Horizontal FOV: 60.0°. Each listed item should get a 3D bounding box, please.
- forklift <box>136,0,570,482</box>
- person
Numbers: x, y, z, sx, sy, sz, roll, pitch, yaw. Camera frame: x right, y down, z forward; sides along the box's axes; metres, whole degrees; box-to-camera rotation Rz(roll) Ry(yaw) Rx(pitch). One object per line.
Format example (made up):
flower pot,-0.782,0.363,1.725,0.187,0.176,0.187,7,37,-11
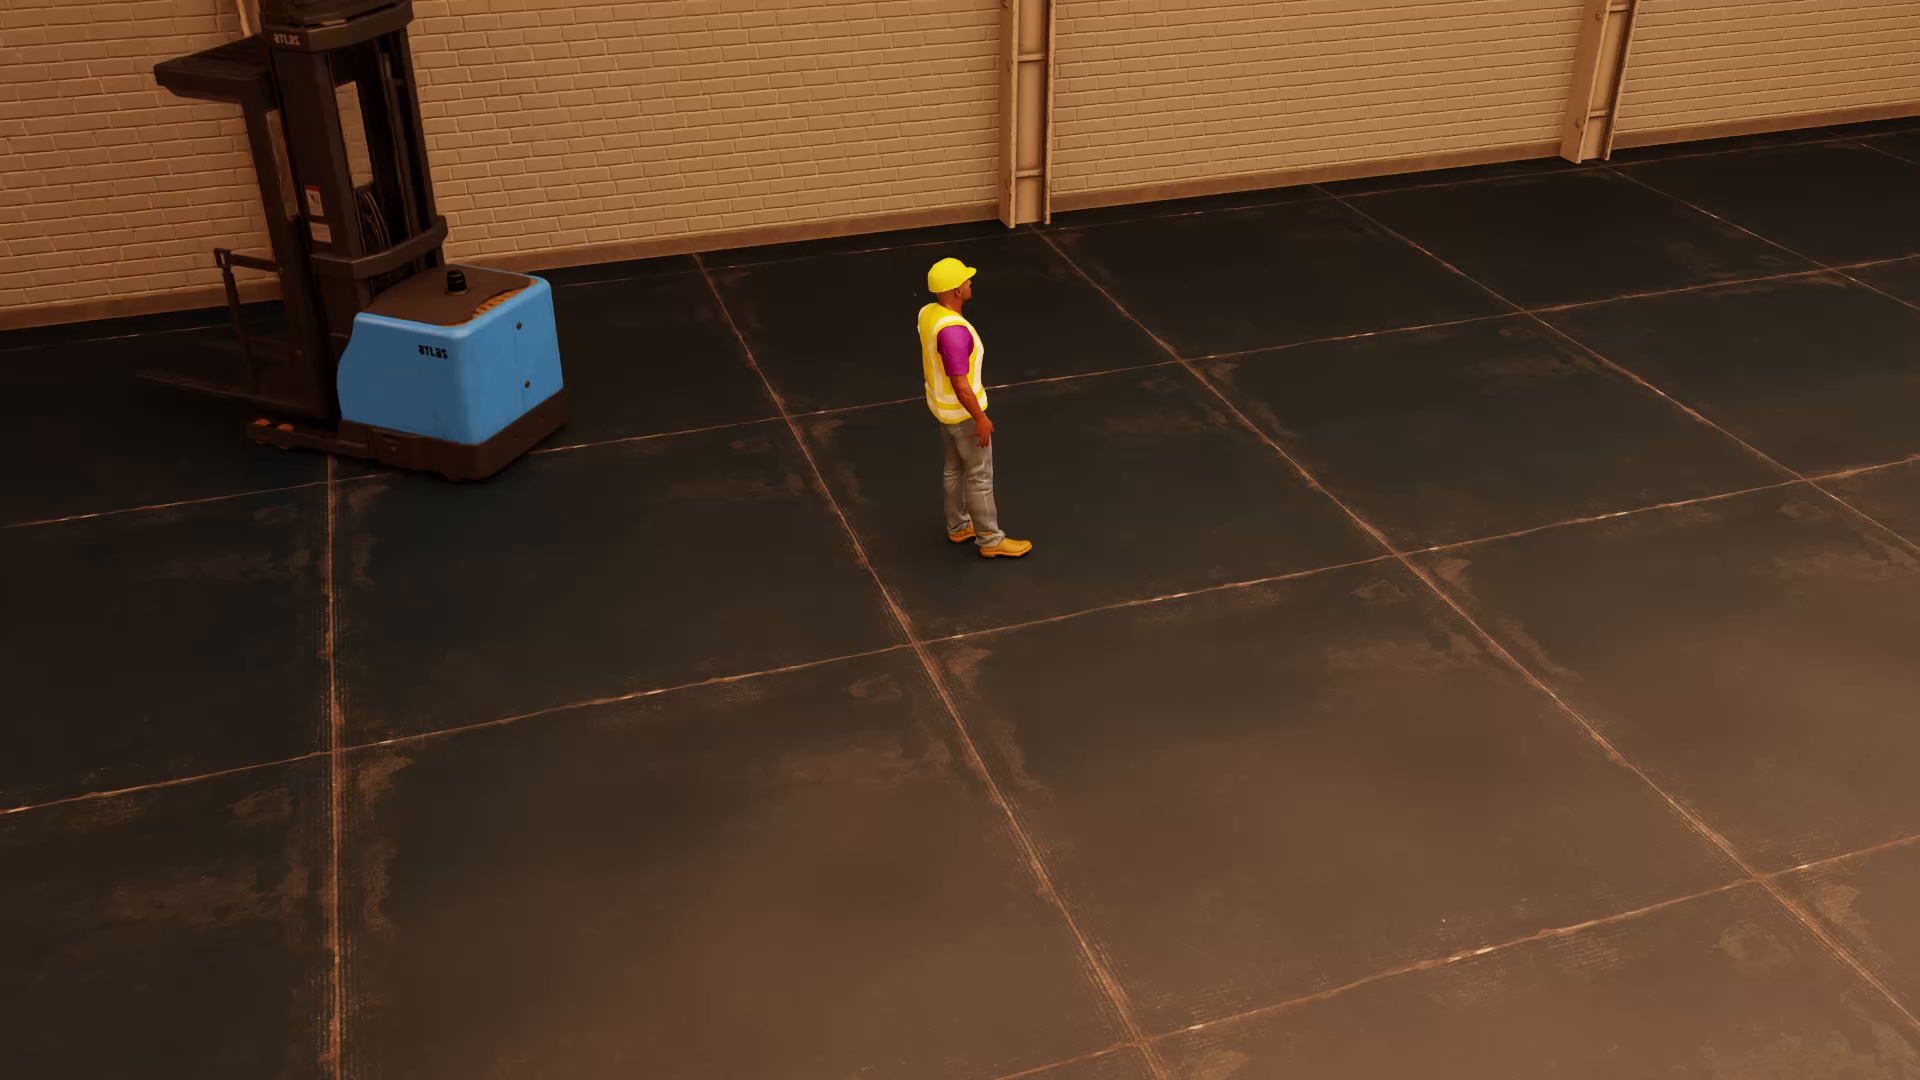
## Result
forklift,-4.223,-2.105,10.745,3.031,2.935,1.130,12,32,19
person,0.068,-0.780,9.597,0.575,1.768,0.666,-10,31,-16
